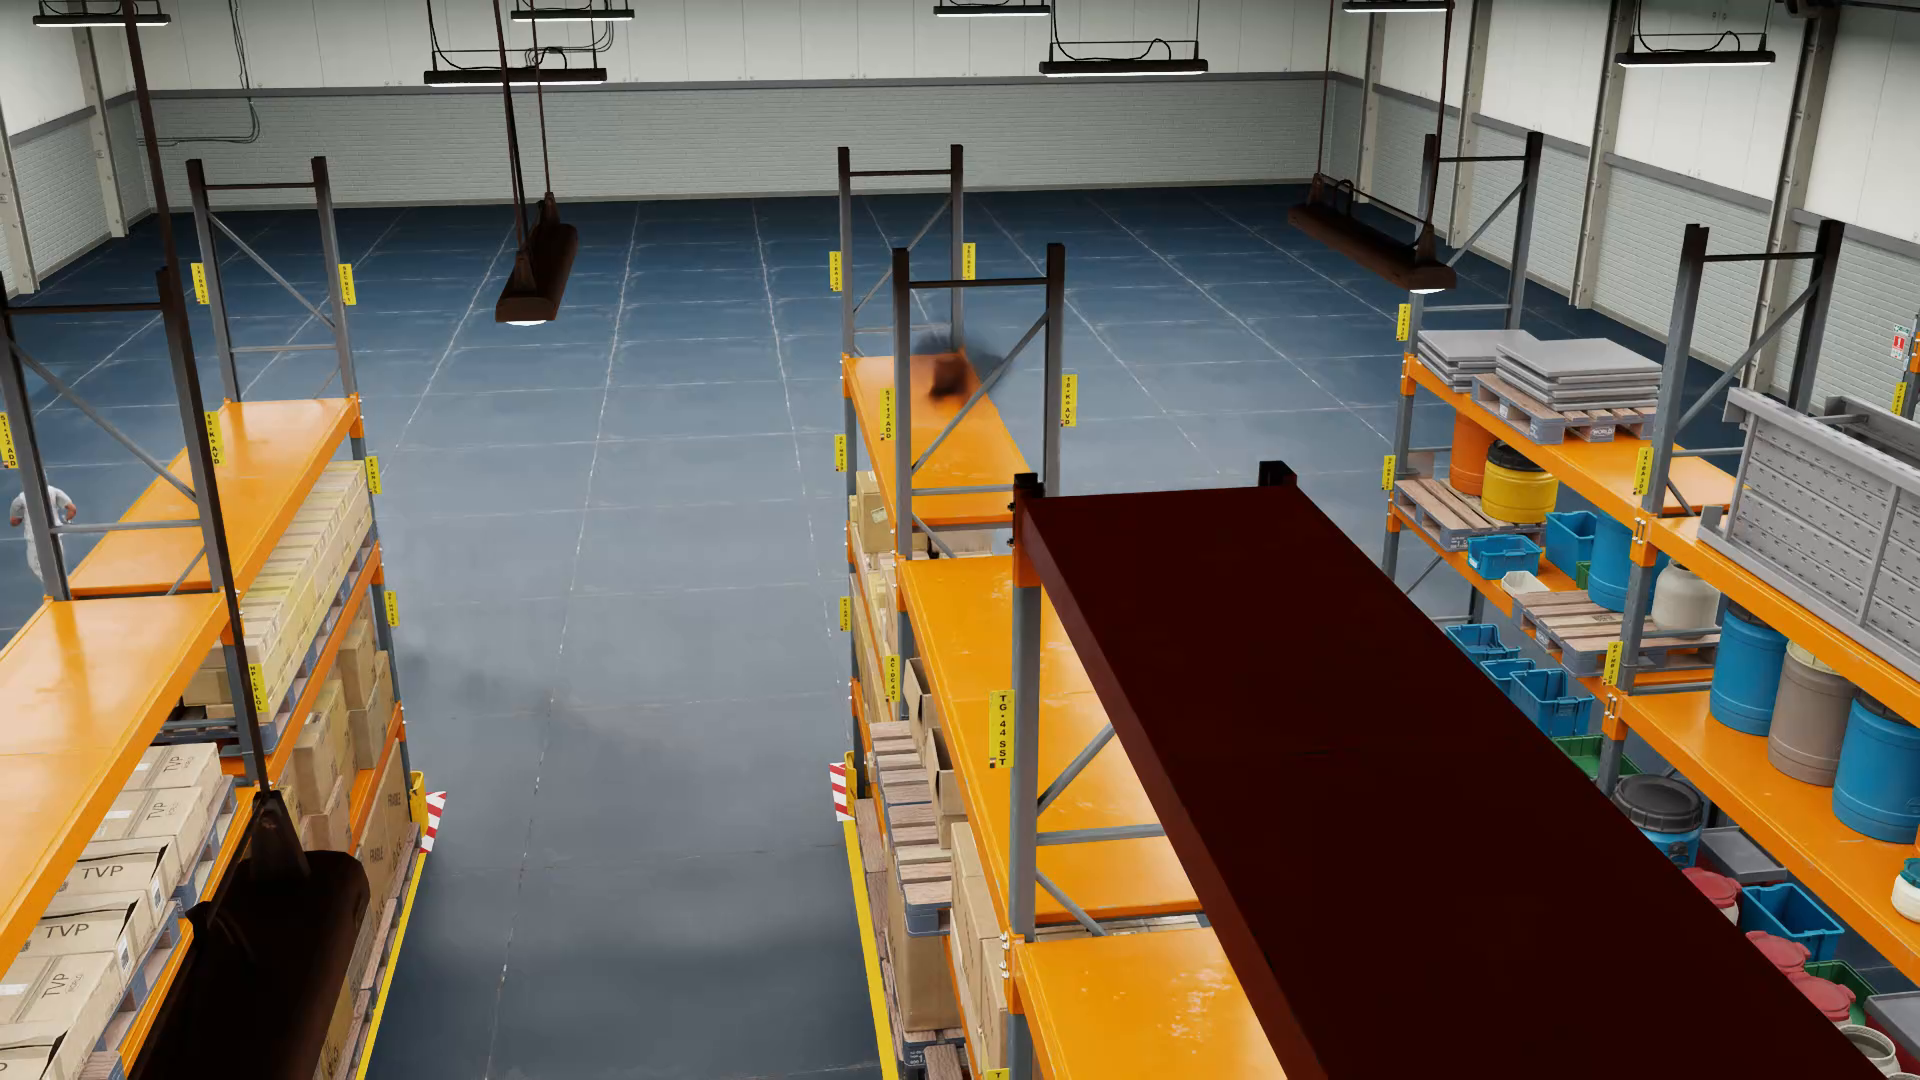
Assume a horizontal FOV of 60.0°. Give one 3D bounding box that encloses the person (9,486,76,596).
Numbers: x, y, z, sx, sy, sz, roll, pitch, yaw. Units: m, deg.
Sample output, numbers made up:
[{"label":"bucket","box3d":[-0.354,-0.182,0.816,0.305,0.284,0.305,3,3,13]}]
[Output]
[{"label":"person","box3d":[-10.622,-0.026,19.312,0.914,1.764,0.670,18,28,39]}]
